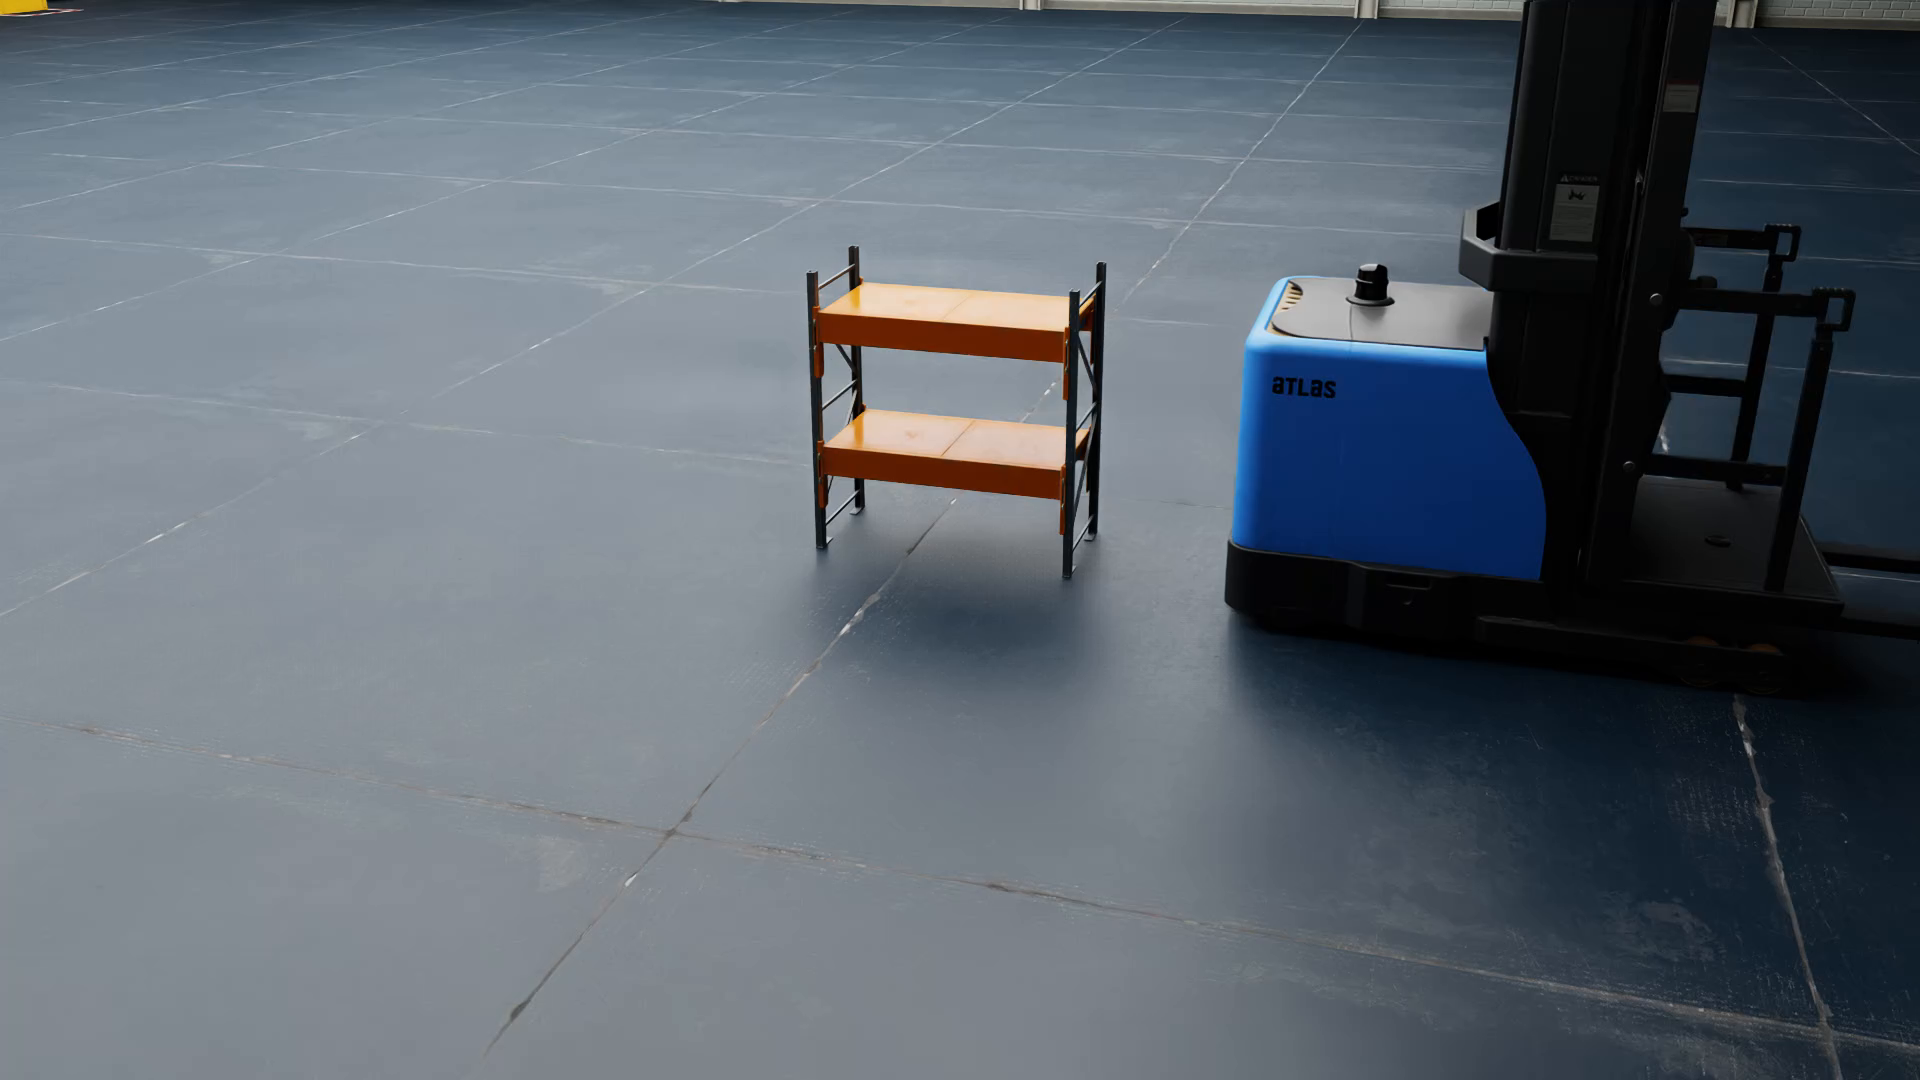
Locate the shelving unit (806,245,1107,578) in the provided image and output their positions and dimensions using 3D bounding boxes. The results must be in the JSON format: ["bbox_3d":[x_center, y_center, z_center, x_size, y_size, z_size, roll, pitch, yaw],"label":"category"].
[{"bbox_3d":[-0.006,-0.521,6.558,1.048,1.125,0.538,7,23,16],"label":"shelving unit"}]

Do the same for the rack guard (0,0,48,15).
[{"bbox_3d":[-17.007,-9.754,29.890,0.348,0.500,1.175,7,23,16],"label":"rack guard"}]

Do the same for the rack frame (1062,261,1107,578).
[{"bbox_3d":[0.480,-0.465,6.422,0.032,1.125,0.500,7,23,16],"label":"rack frame"}]

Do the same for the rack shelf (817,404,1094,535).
[{"bbox_3d":[-0.006,-0.295,6.651,1.000,0.278,0.538,7,23,16],"label":"rack shelf"}]

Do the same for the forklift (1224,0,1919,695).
[{"bbox_3d":[2.536,-1.068,5.511,3.031,2.935,1.130,6,23,15],"label":"forklift"}]

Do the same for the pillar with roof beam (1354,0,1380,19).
[{"bbox_3d":[5.823,-11.690,23.412,0.400,9.000,9.100,7,23,16],"label":"pillar with roof beam"}]

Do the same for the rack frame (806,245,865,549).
[{"bbox_3d":[-0.493,-0.577,6.694,0.032,1.125,0.500,7,23,16],"label":"rack frame"}]

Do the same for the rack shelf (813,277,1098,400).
[{"bbox_3d":[-0.006,-0.792,6.447,1.000,0.278,0.538,7,23,16],"label":"rack shelf"}]

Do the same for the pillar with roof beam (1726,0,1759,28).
[{"bbox_3d":[11.567,-11.032,21.808,0.400,9.000,9.100,7,23,16],"label":"pillar with roof beam"}]

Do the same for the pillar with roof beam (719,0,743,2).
[{"bbox_3d":[-5.665,-13.006,26.619,0.400,9.000,9.100,7,23,16],"label":"pillar with roof beam"}]

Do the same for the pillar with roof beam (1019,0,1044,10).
[{"bbox_3d":[0.079,-12.348,25.015,0.400,9.000,9.100,7,23,16],"label":"pillar with roof beam"}]
